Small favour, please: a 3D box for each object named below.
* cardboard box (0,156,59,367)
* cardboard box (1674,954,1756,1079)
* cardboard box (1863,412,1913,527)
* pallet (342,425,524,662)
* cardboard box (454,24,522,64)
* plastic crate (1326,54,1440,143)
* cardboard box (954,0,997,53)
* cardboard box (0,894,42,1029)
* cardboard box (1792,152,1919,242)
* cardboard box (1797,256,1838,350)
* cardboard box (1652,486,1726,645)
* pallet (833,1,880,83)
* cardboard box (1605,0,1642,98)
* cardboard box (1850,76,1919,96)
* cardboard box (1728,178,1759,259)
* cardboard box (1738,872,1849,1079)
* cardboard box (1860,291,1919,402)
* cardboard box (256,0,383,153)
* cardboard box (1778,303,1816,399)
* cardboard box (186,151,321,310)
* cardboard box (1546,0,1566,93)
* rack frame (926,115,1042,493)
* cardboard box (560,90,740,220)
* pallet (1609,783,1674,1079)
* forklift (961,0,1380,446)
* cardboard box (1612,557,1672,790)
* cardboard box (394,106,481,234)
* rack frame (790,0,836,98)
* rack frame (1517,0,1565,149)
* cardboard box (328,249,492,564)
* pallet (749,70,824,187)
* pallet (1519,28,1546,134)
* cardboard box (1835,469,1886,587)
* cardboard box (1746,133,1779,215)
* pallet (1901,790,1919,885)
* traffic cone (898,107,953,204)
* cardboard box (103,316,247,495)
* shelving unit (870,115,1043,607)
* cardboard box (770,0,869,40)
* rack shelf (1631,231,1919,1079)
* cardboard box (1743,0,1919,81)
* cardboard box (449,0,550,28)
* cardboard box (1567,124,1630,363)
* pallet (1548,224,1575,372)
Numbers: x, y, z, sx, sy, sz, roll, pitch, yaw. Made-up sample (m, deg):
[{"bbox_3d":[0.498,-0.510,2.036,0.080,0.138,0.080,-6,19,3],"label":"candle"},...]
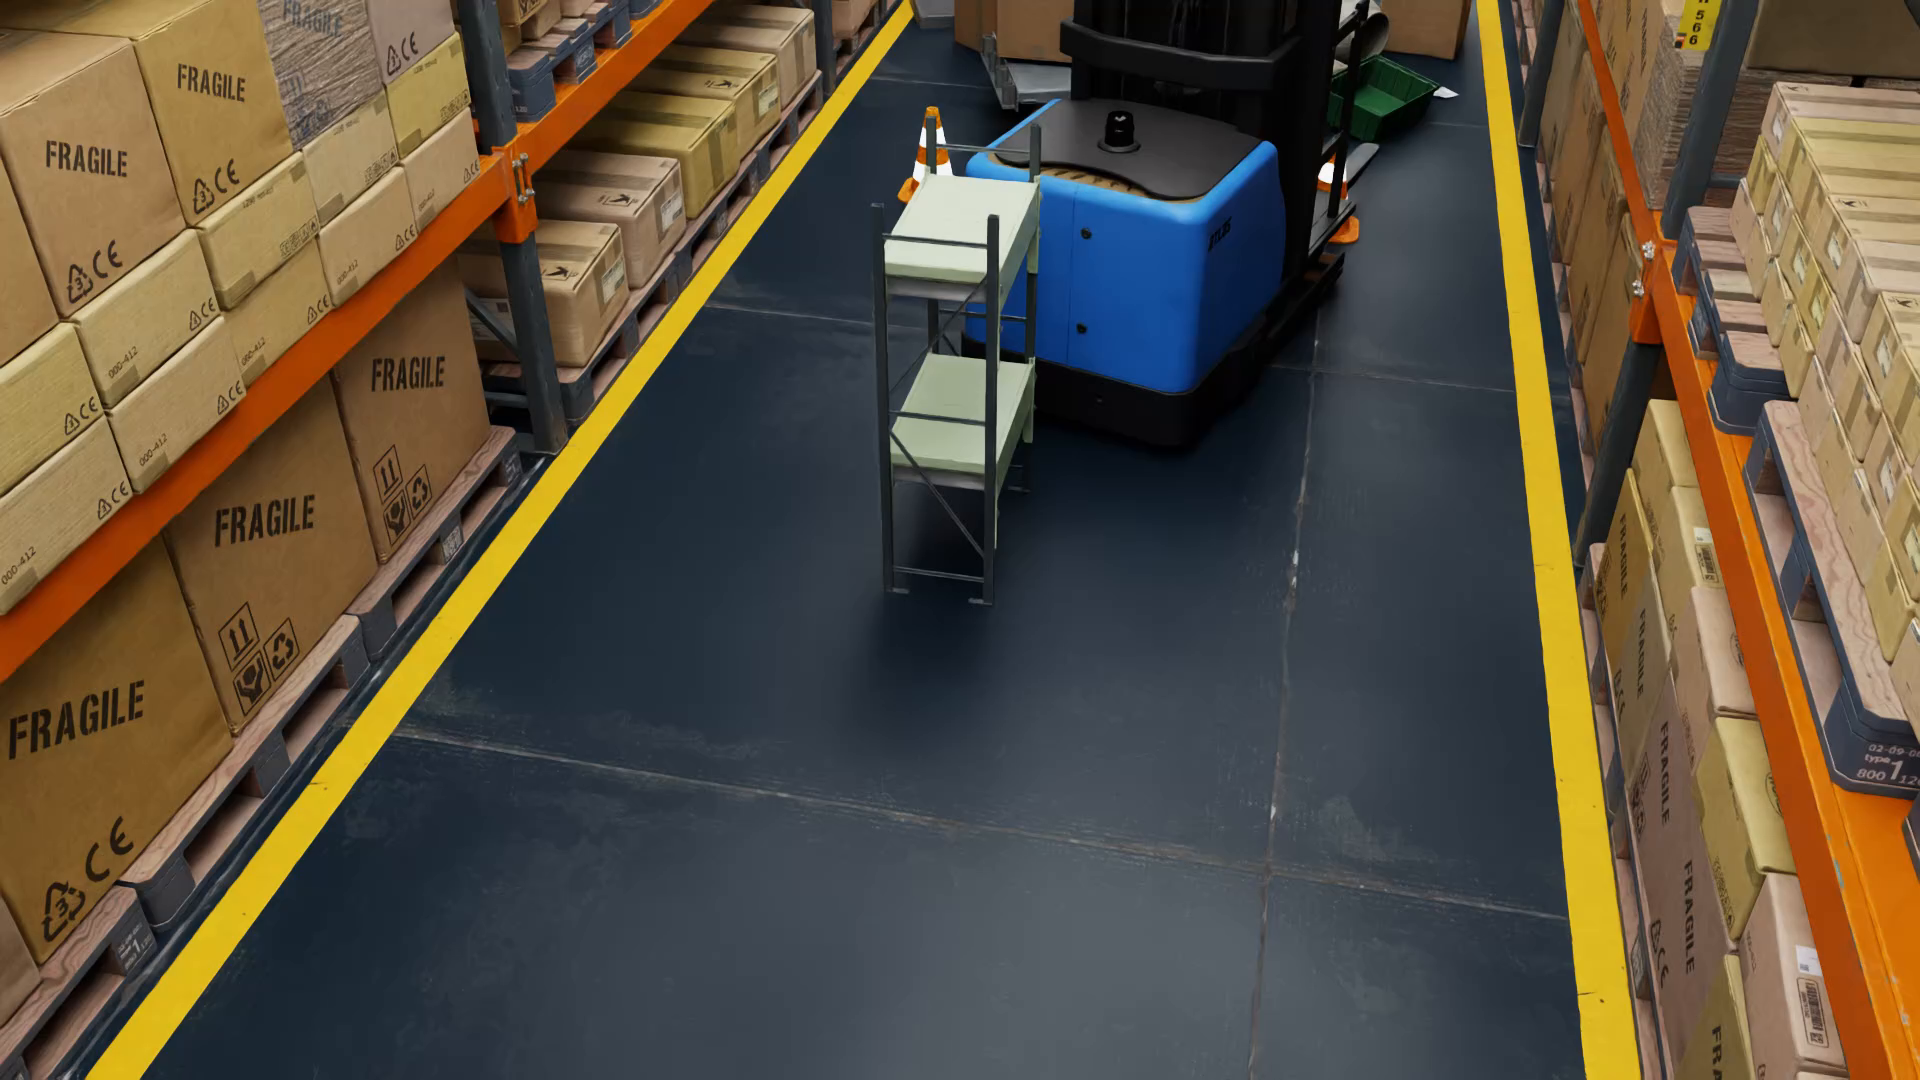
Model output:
[{"bbox_3d":[-2.389,-0.594,3.576,0.500,0.500,0.500,6,36,9],"label":"cardboard box"},{"bbox_3d":[1.924,1.304,3.666,0.500,0.500,0.500,6,36,9],"label":"cardboard box"},{"bbox_3d":[2.130,-0.124,3.468,0.380,0.149,0.250,9,37,12],"label":"cardboard box"},{"bbox_3d":[-2.343,-0.072,6.169,1.003,0.211,1.213,7,37,10],"label":"pallet"},{"bbox_3d":[-1.850,-1.875,6.137,0.380,0.149,0.250,5,36,7],"label":"cardboard box"},{"bbox_3d":[2.368,-2.523,9.522,0.450,0.188,0.662,36,48,26],"label":"plastic crate"},{"bbox_3d":[0.312,-3.369,10.471,0.500,0.500,0.500,-24,42,-30],"label":"cardboard box"},{"bbox_3d":[-2.901,0.975,3.802,0.875,0.875,0.875,8,37,11],"label":"cardboard box"},{"bbox_3d":[2.357,-0.855,4.223,0.380,0.149,0.250,7,37,10],"label":"cardboard box"},{"bbox_3d":[2.294,-0.564,4.075,0.380,0.149,0.250,7,37,10],"label":"cardboard box"},{"bbox_3d":[2.264,0.113,4.671,0.500,0.250,0.500,7,37,9],"label":"cardboard box"},{"bbox_3d":[-1.138,-3.197,10.481,1.003,0.211,1.213,7,37,10],"label":"pallet"},{"bbox_3d":[2.805,-1.986,6.348,0.500,0.500,0.500,7,36,9],"label":"cardboard box"},{"bbox_3d":[3.116,-1.345,5.464,0.500,0.500,0.500,8,37,10],"label":"cardboard box"},{"bbox_3d":[2.464,-0.918,4.817,0.380,0.149,0.250,7,36,9],"label":"cardboard box"},{"bbox_3d":[1.937,0.999,3.449,0.500,0.250,0.500,9,37,12],"label":"cardboard box"},{"bbox_3d":[2.189,-0.396,3.589,0.380,0.149,0.250,8,37,11],"label":"cardboard box"},{"bbox_3d":[-2.057,-1.464,4.777,0.500,0.500,0.500,8,37,11],"label":"cardboard box"},{"bbox_3d":[2.293,-0.455,4.177,0.380,0.149,0.250,9,37,12],"label":"cardboard box"},{"bbox_3d":[-2.151,-0.885,4.617,0.500,0.250,0.500,6,36,9],"label":"cardboard box"},{"bbox_3d":[3.814,-3.036,9.335,0.875,0.875,0.875,8,37,11],"label":"cardboard box"},{"bbox_3d":[0.080,-0.821,6.105,0.400,1.500,0.023,7,37,10],"label":"rack frame"},{"bbox_3d":[-1.653,-1.930,8.239,0.950,0.372,0.625,8,37,12],"label":"cardboard box"},{"bbox_3d":[2.325,1.193,4.424,1.003,0.211,1.213,7,37,10],"label":"pallet"},{"bbox_3d":[1.167,-2.404,7.070,1.130,2.935,3.031,18,40,23],"label":"forklift"},{"bbox_3d":[2.252,0.423,4.882,0.500,0.500,0.500,8,37,11],"label":"cardboard box"},{"bbox_3d":[-1.955,-1.260,5.561,0.500,0.250,0.500,6,36,8],"label":"cardboard box"},{"bbox_3d":[-1.247,-3.937,9.126,1.000,3.000,0.127,7,37,10],"label":"rack frame"},{"bbox_3d":[3.611,-3.374,8.349,1.000,3.000,0.127,7,37,10],"label":"rack frame"},{"bbox_3d":[-2.330,-0.568,5.930,0.875,0.875,0.875,7,37,10],"label":"cardboard box"},{"bbox_3d":[-1.411,-2.361,9.328,1.003,0.211,1.213,7,37,10],"label":"pallet"},{"bbox_3d":[3.850,-2.671,9.756,1.003,0.211,1.213,7,37,10],"label":"pallet"},{"bbox_3d":[2.126,-0.009,3.562,0.380,0.149,0.250,6,36,8],"label":"cardboard box"},{"bbox_3d":[2.457,-1.018,4.701,0.380,0.149,0.250,9,37,12],"label":"cardboard box"},{"bbox_3d":[2.207,0.870,2.657,1.003,0.211,1.213,7,37,10],"label":"pallet"},{"bbox_3d":[-0.144,-2.023,8.647,0.336,0.463,0.334,7,37,10],"label":"traffic cone"},{"bbox_3d":[-2.254,-0.383,4.350,0.500,0.250,0.500,7,36,9],"label":"cardboard box"},{"bbox_3d":[0.001,-0.611,5.815,0.431,1.500,0.755,7,37,10],"label":"shelving unit"},{"bbox_3d":[-0.857,-3.298,10.229,0.500,0.250,0.500,6,36,8],"label":"cardboard box"},{"bbox_3d":[2.329,0.357,3.814,1.077,0.370,4.000,7,37,10],"label":"rack shelf"},{"bbox_3d":[2.862,-1.782,5.216,0.700,0.500,0.500,7,37,10],"label":"cardboard box"},{"bbox_3d":[-1.779,-2.203,6.037,0.500,0.500,0.500,6,36,9],"label":"cardboard box"},{"bbox_3d":[3.158,-1.179,6.881,1.050,0.750,0.750,8,37,11],"label":"cardboard box"},{"bbox_3d":[3.261,-1.092,7.576,1.003,0.211,1.213,7,37,10],"label":"pallet"}]
